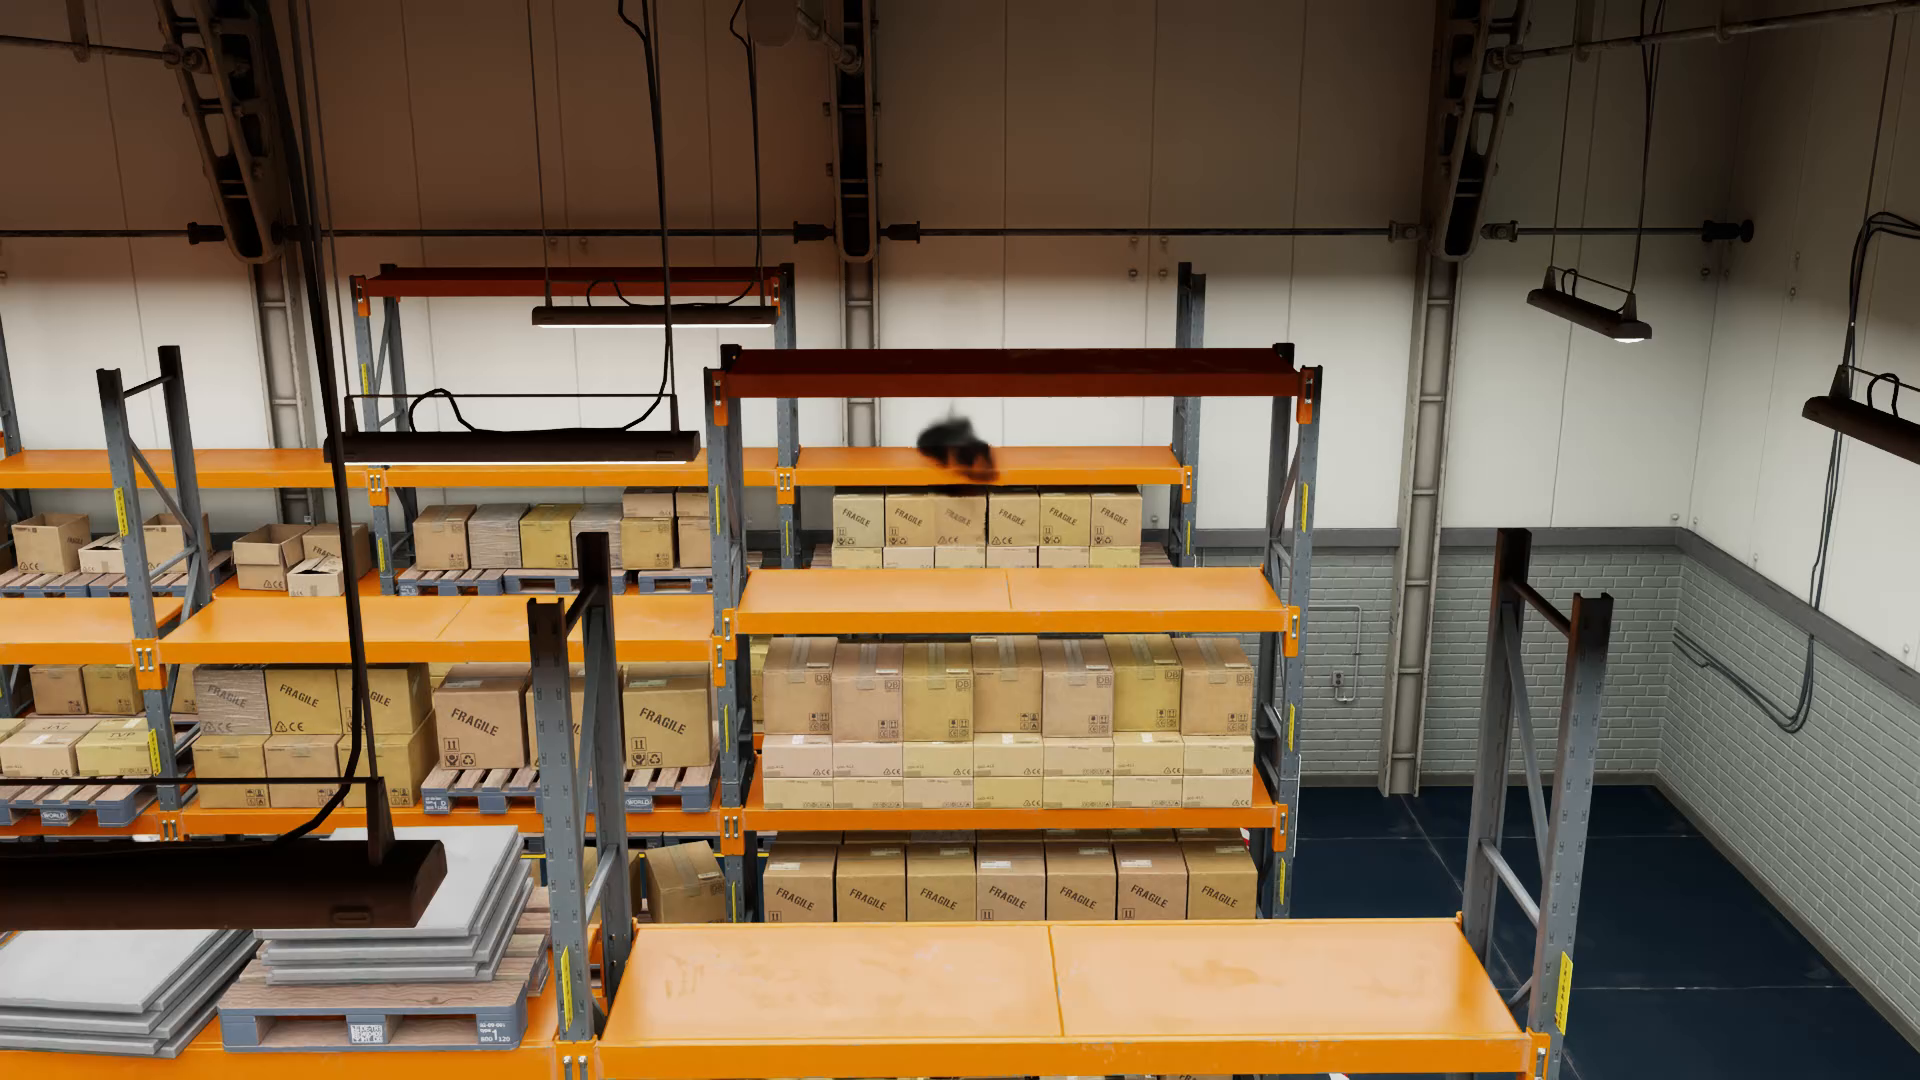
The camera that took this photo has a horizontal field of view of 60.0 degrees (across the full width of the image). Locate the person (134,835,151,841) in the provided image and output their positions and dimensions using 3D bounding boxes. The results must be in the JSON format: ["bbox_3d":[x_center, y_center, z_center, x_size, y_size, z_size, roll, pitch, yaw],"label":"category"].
[{"bbox_3d":[-7.288,3.054,15.218,0.538,1.646,0.653,-2,16,-8],"label":"person"}]
